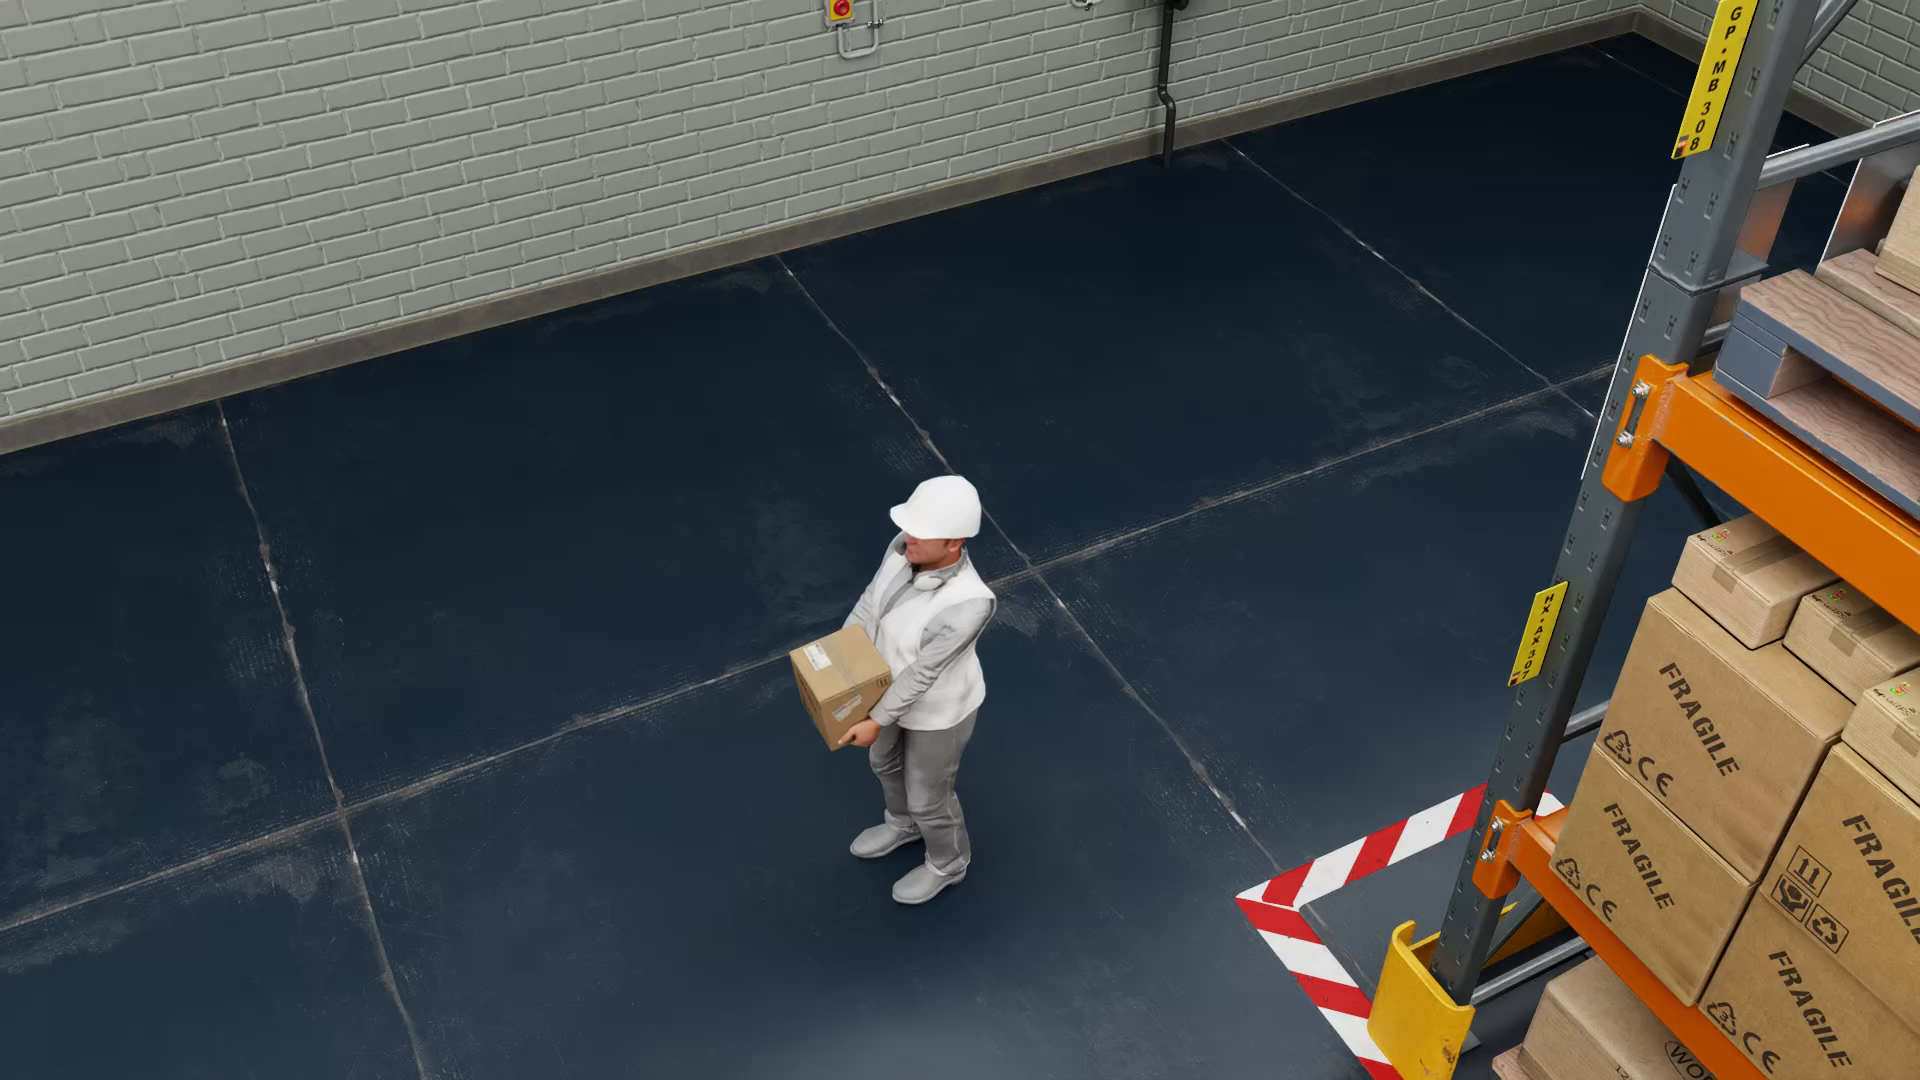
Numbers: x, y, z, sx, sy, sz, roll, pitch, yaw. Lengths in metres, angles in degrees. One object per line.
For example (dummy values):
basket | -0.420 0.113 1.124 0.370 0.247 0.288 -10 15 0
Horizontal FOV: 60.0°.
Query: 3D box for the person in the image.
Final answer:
person | -0.194 0.535 5.530 0.554 1.762 0.494 -18 44 -20
